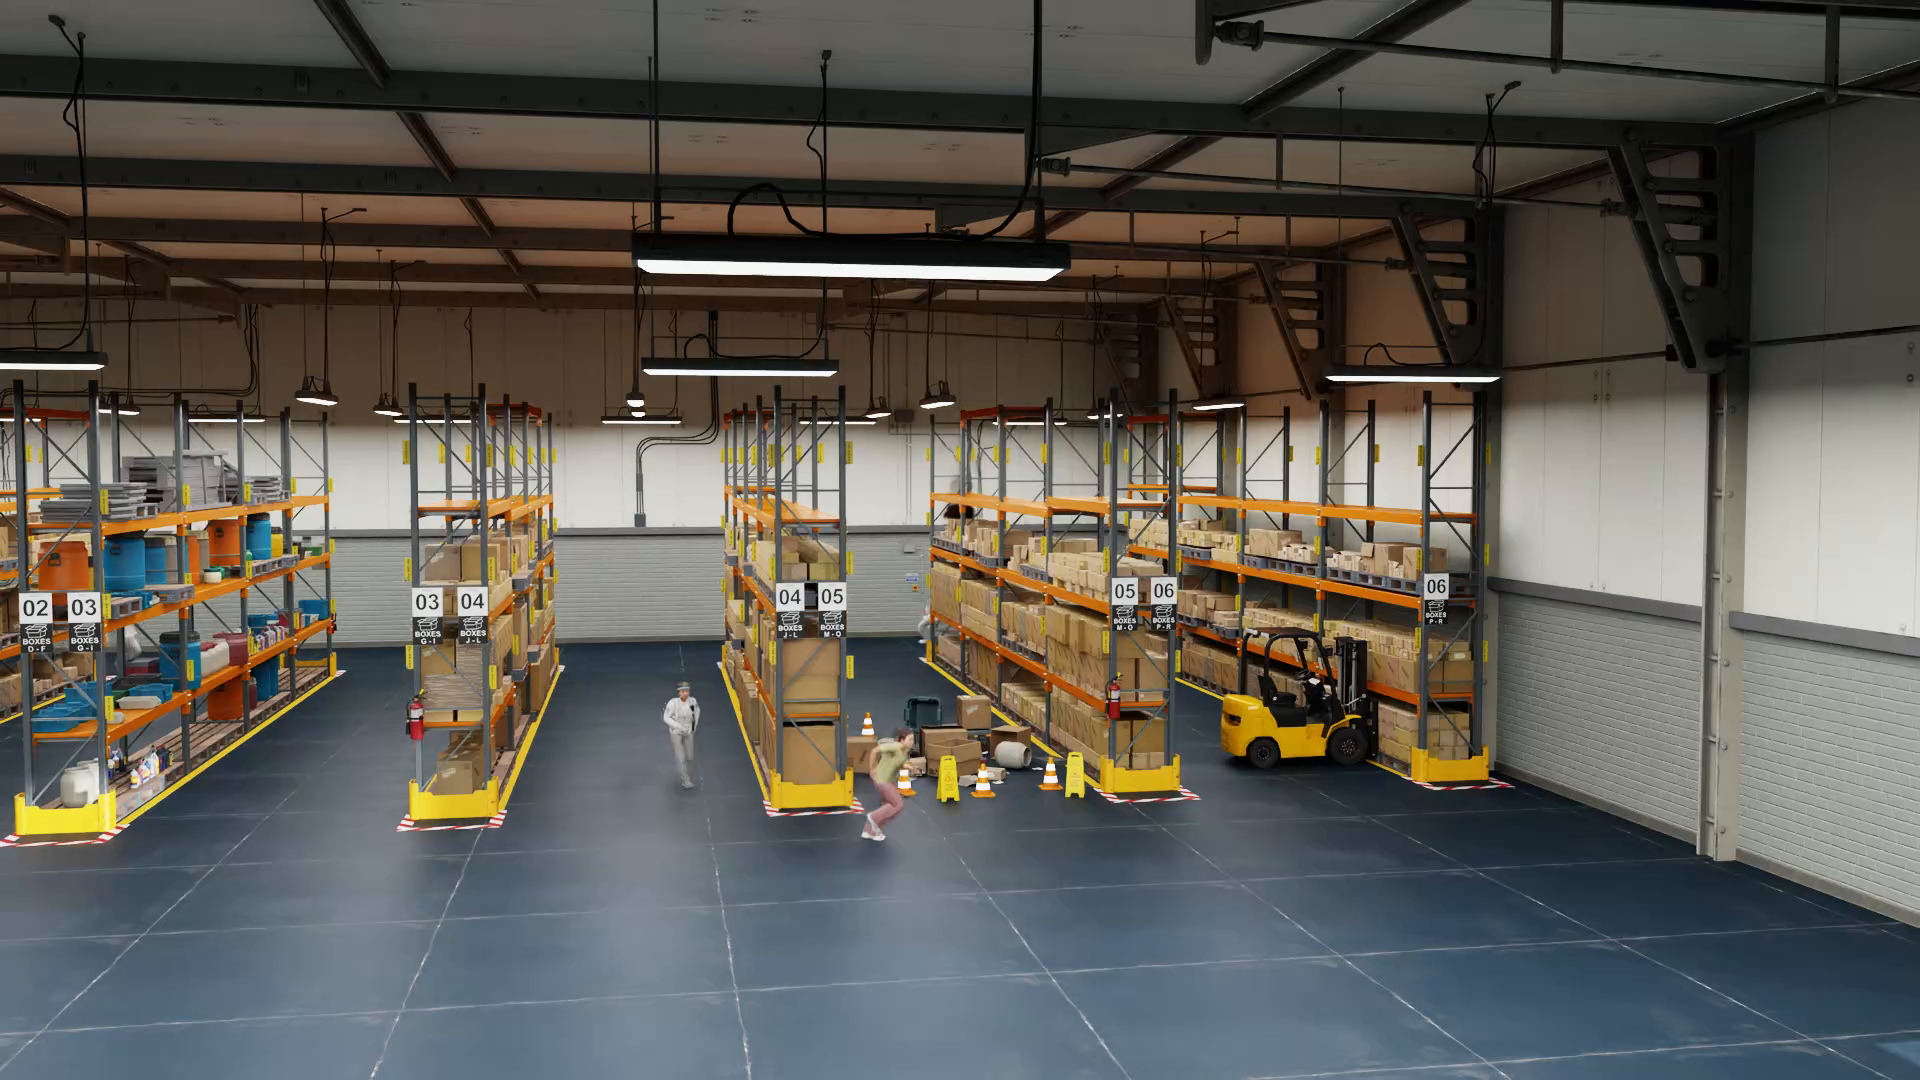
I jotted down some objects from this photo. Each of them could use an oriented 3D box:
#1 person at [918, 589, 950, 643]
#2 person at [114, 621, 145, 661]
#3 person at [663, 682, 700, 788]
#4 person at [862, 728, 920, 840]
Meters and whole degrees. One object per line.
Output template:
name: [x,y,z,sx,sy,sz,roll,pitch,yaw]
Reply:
person: [-0.637,1.934,42.063,0.952,1.638,0.712,-1,3,-22]
person: [-19.008,2.215,38.014,0.678,1.773,0.685,0,3,0]
person: [-4.192,2.924,25.109,0.601,1.629,0.679,-1,3,-23]
person: [-0.920,3.163,21.492,0.811,1.504,0.606,1,3,27]
